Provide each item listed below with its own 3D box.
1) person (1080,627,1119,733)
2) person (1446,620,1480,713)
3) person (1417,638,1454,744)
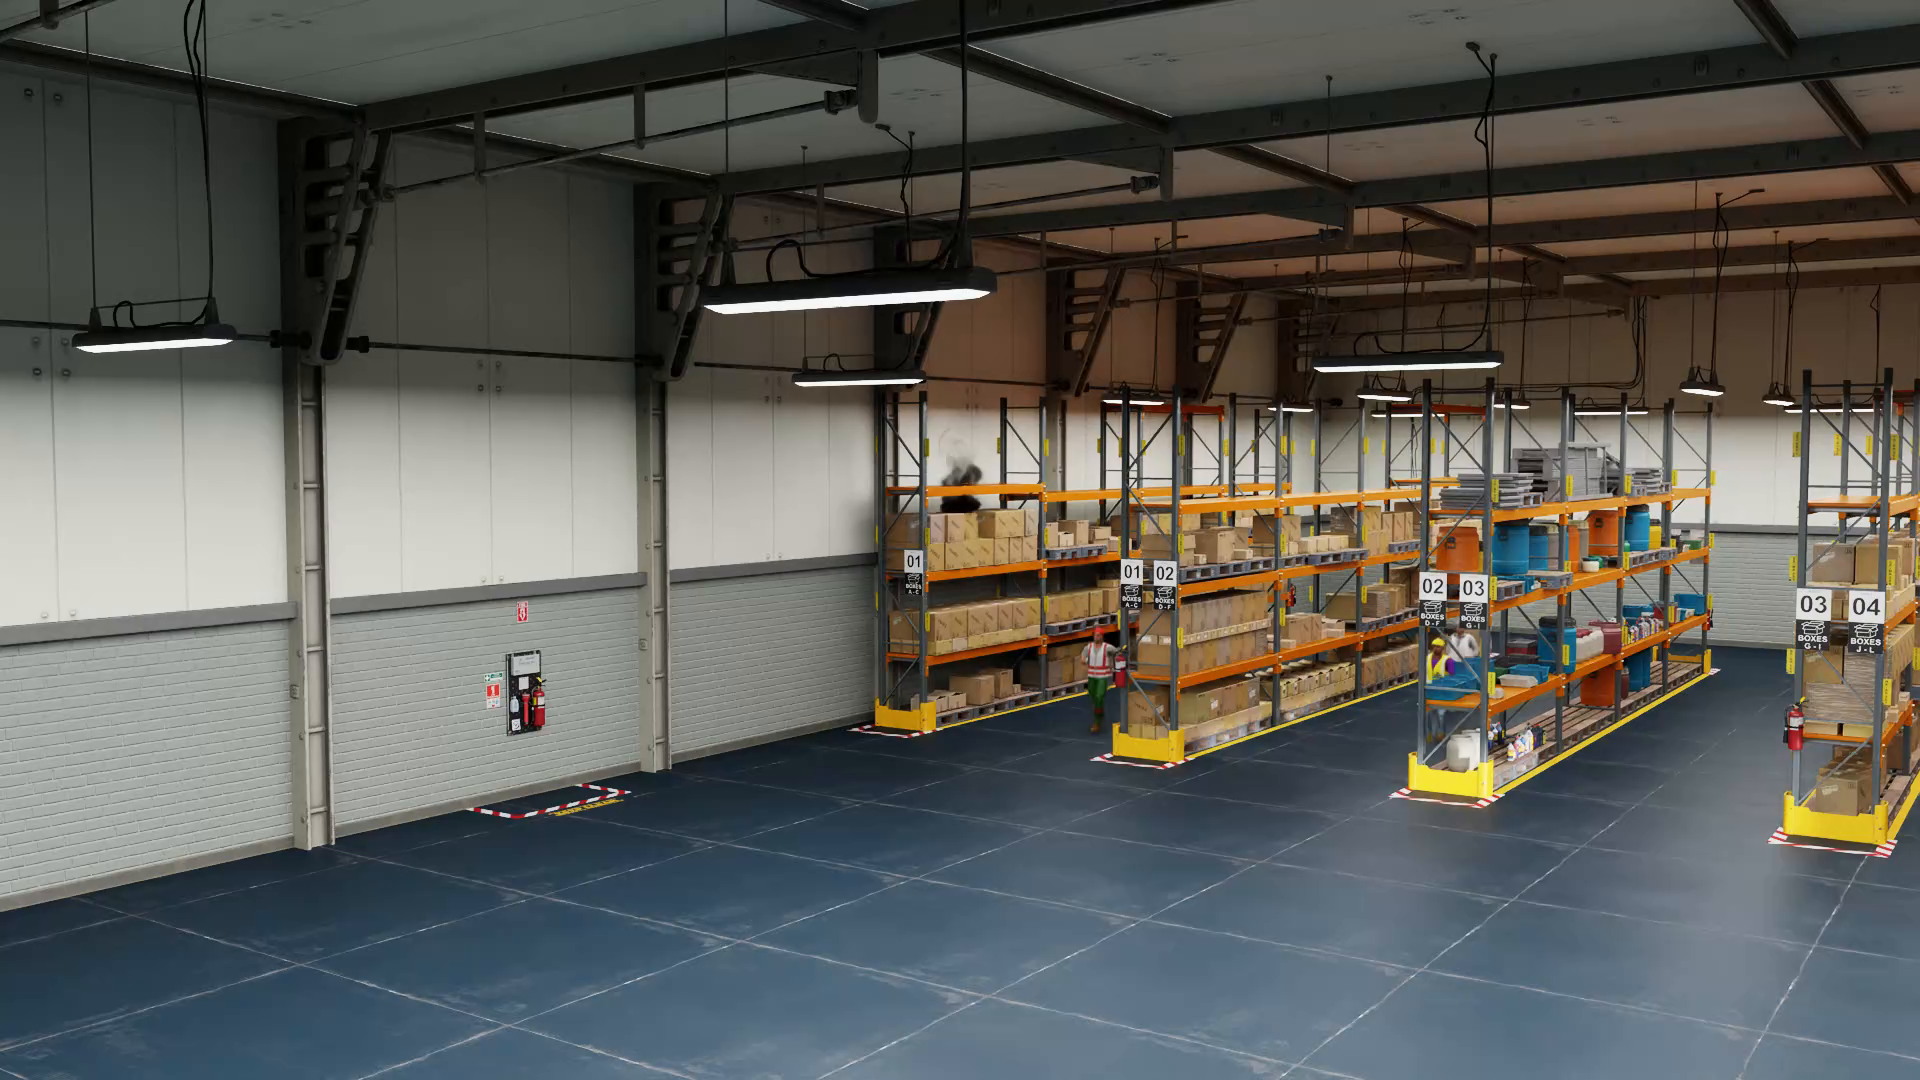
[{"bbox_3d":[2.453,2.446,29.452,0.657,1.804,0.937,2,4,27],"label":"person"},{"bbox_3d":[9.558,2.378,31.661,0.673,1.771,0.849,2,4,33],"label":"person"},{"bbox_3d":[8.049,2.563,28.145,0.670,1.801,0.728,2,4,28],"label":"person"}]
